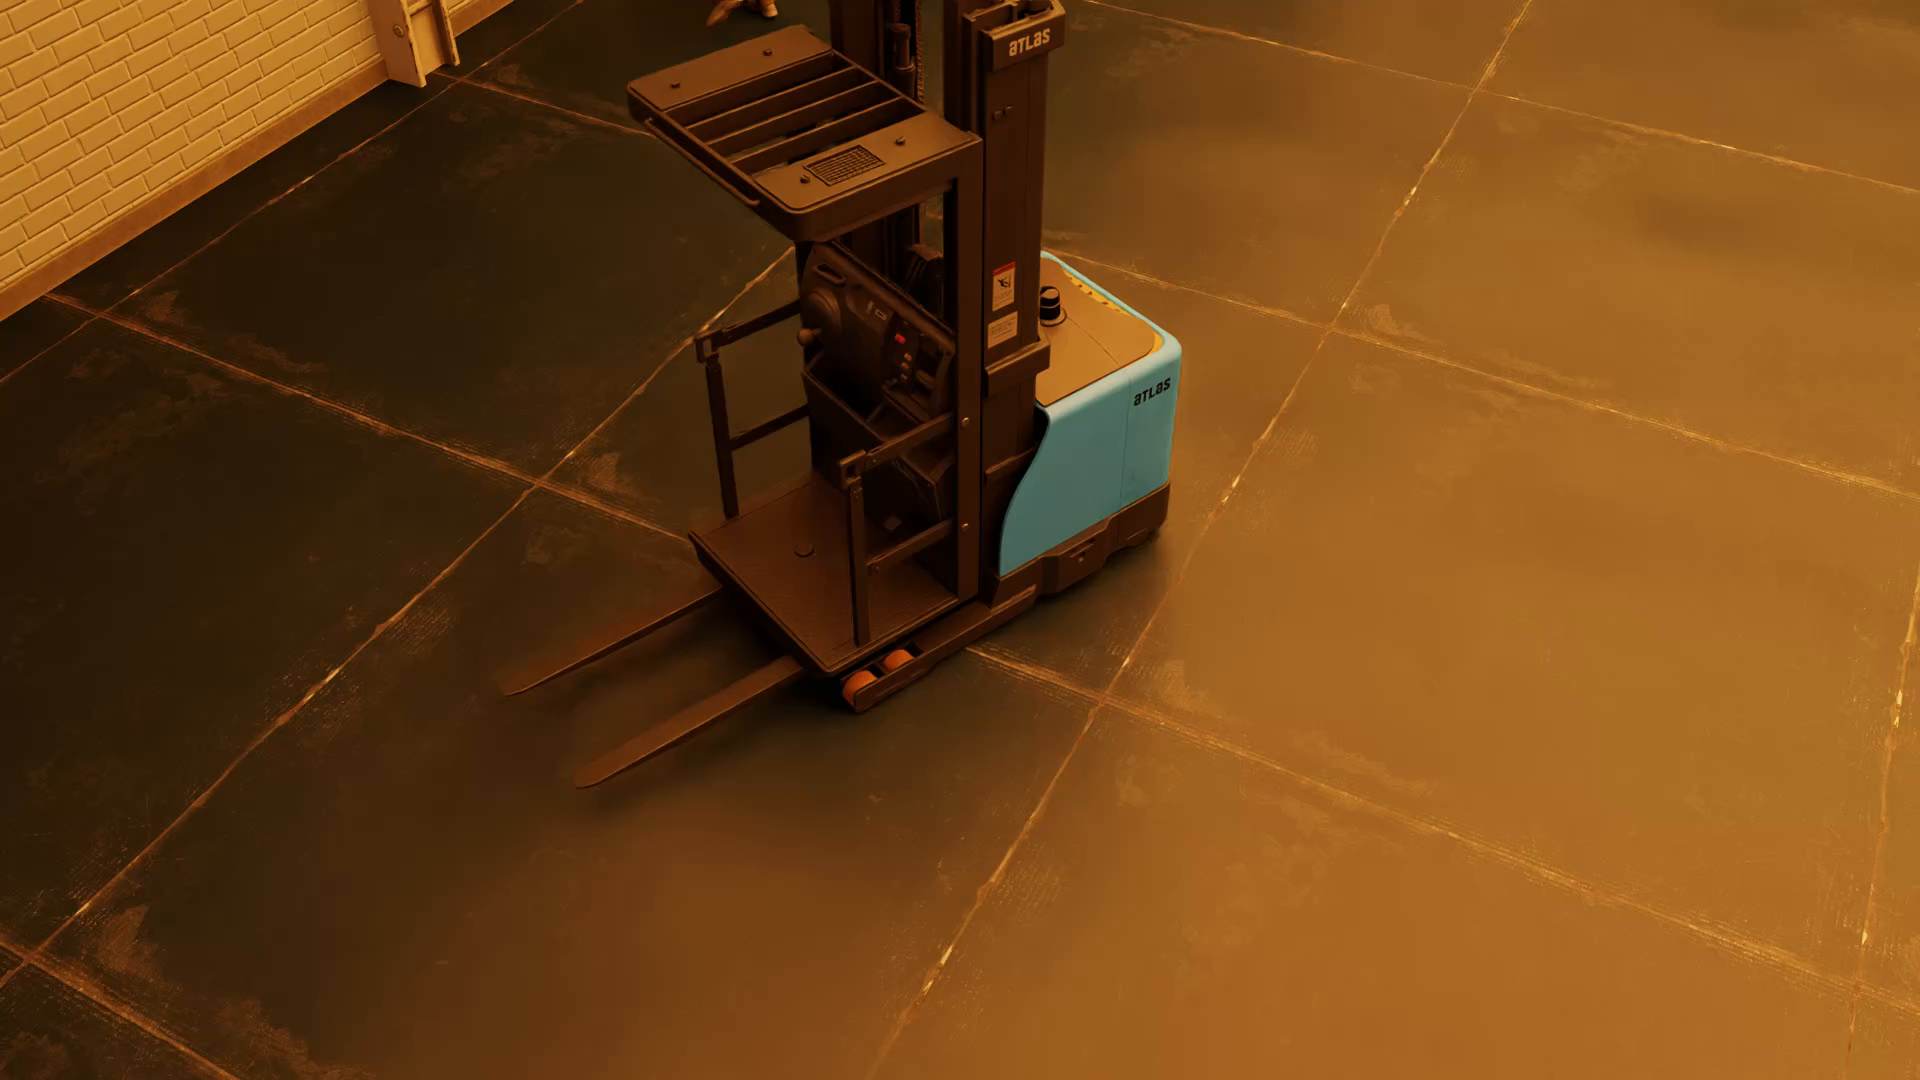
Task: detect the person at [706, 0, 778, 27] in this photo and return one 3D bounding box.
[{"bbox_3d":[-1.509,-4.290,11.126,0.703,1.695,0.818,30,51,28],"label":"person"}]

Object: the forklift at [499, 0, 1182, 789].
[{"bbox_3d":[-0.500,-0.762,6.463,3.031,2.935,1.130,-28,50,-27],"label":"forklift"}]
